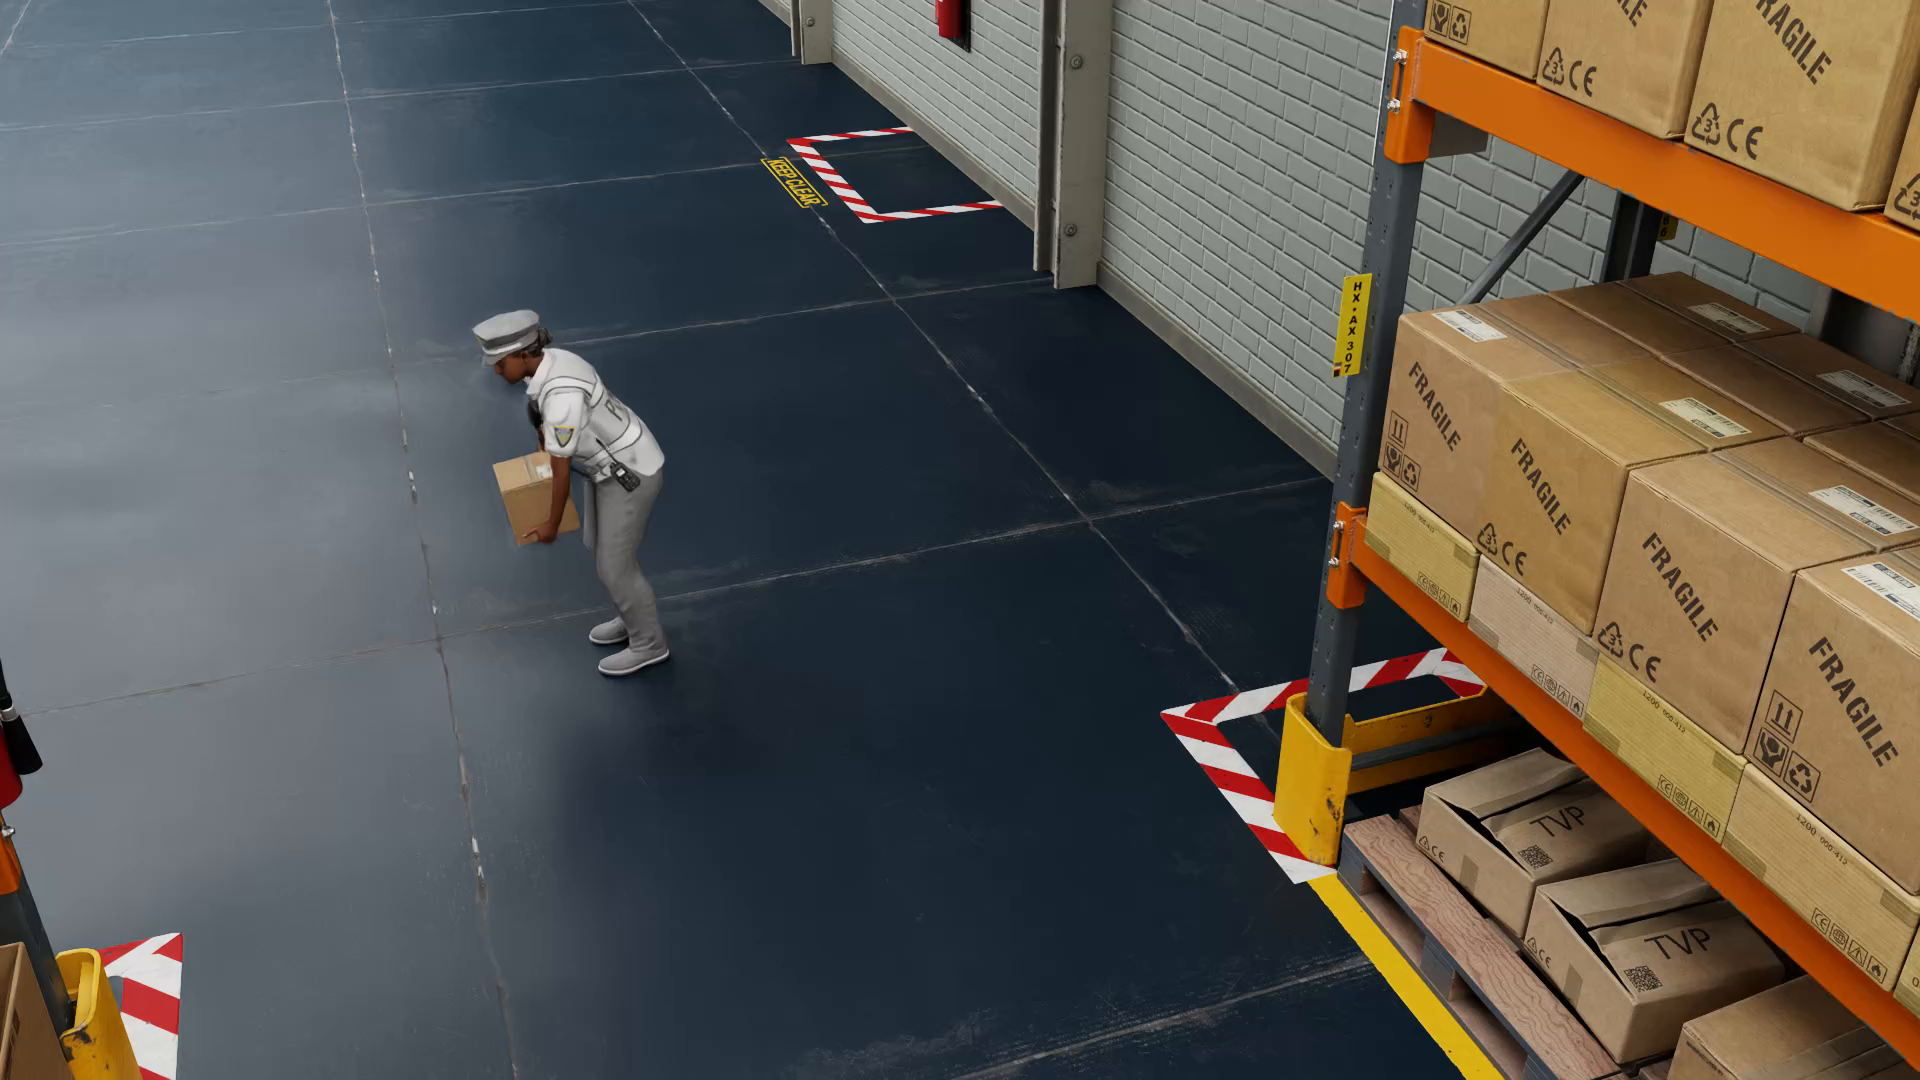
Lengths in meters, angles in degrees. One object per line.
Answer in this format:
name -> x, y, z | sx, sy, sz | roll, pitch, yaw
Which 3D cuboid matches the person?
person -> -1.487, -0.188, 6.569 | 0.647, 1.558, 0.412 | -11, 32, -18
